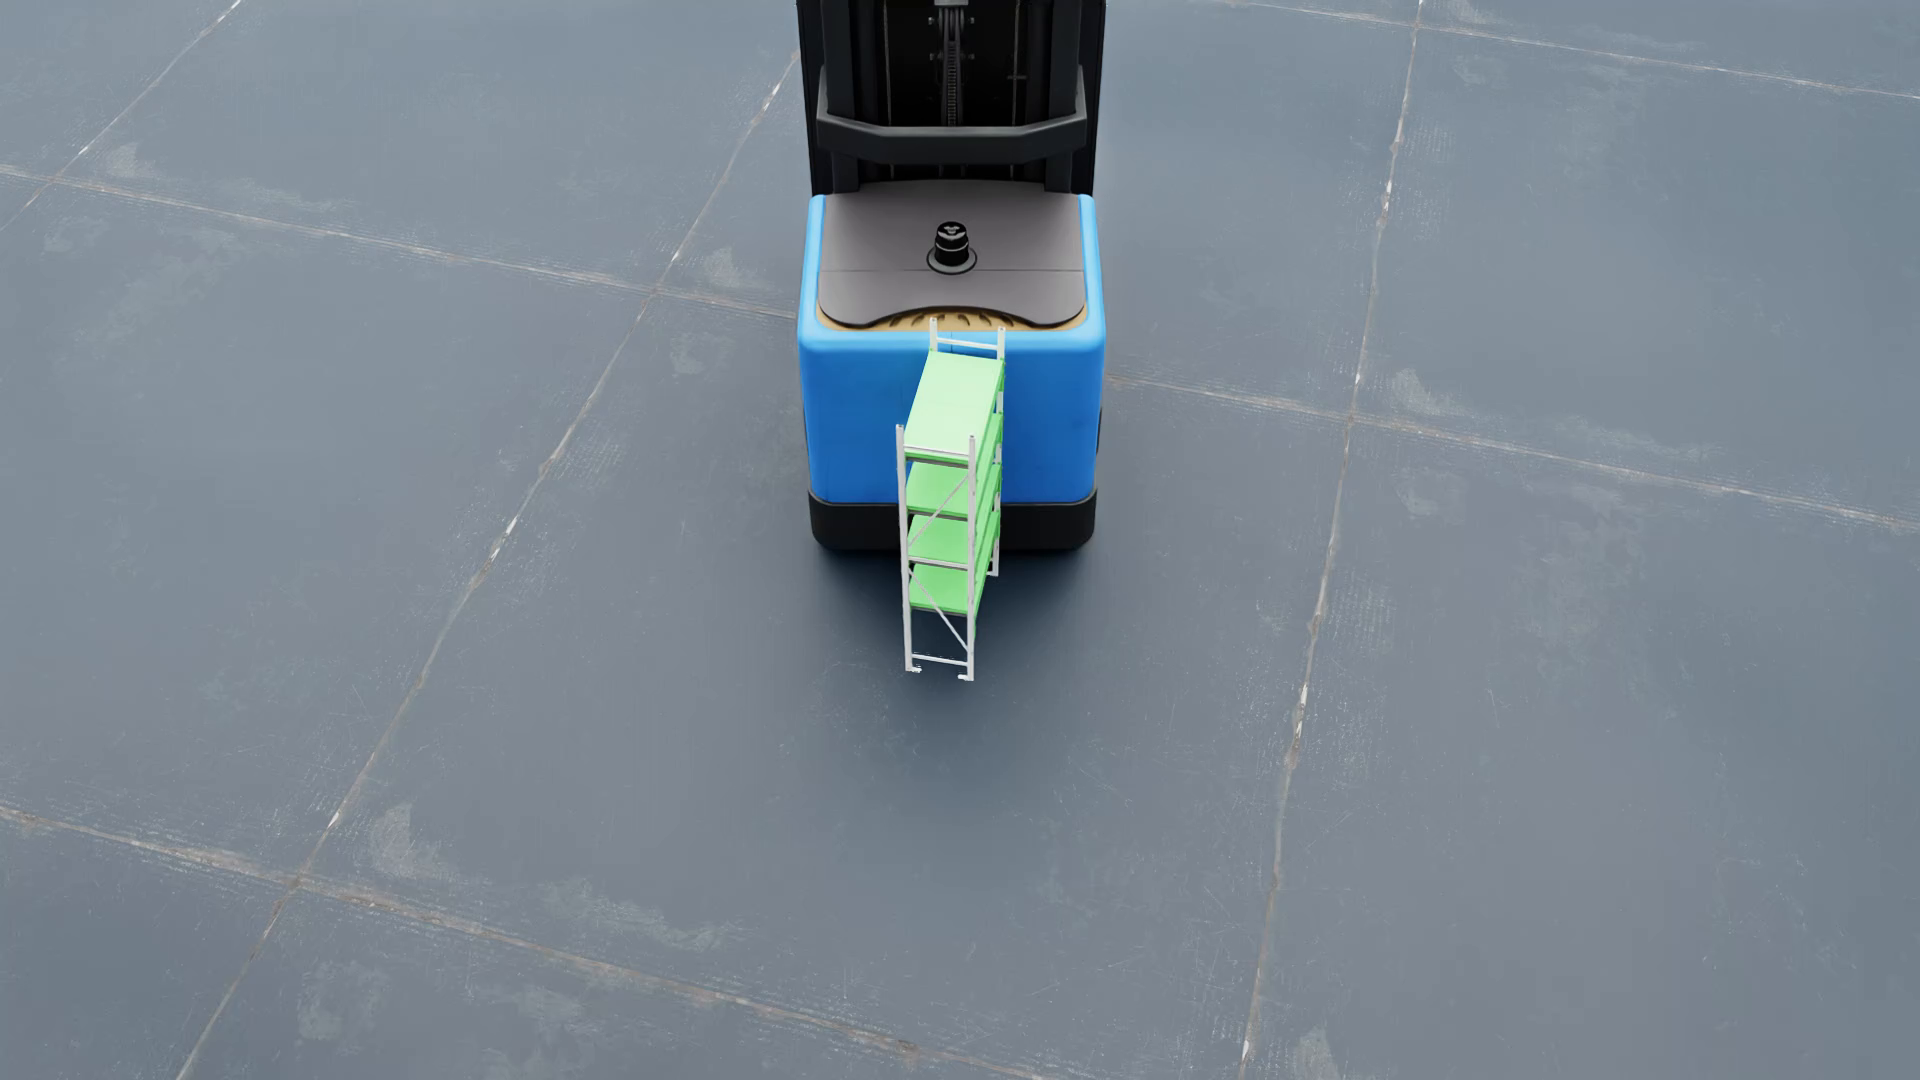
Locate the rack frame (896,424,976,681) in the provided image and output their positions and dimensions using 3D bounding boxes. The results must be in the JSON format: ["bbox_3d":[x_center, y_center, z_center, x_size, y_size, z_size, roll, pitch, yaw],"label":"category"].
[{"bbox_3d":[-0.071,0.074,5.384,0.240,1.200,0.015,8,49,7],"label":"rack frame"}]

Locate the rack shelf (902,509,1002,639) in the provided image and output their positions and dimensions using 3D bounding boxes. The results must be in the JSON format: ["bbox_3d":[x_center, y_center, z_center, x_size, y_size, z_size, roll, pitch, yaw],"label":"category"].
[{"bbox_3d":[-0.024,0.096,5.770,0.258,0.148,0.480,8,49,7],"label":"rack shelf"}]

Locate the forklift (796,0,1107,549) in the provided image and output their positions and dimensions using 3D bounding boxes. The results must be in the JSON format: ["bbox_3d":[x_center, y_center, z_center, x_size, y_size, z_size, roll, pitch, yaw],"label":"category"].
[{"bbox_3d":[-0.031,-2.024,6.081,1.130,2.935,3.031,0,49,0],"label":"forklift"}]

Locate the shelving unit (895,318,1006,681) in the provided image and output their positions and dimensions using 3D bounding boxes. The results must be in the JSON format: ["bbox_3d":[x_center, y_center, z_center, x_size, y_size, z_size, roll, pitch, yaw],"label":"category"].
[{"bbox_3d":[-0.024,-0.105,5.543,0.258,1.200,0.503,8,49,7],"label":"shelving unit"}]

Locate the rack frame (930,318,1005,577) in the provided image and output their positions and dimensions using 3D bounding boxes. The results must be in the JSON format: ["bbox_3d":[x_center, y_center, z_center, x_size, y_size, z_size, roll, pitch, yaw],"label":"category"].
[{"bbox_3d":[0.023,-0.285,5.701,0.240,1.200,0.015,8,49,7],"label":"rack frame"}]

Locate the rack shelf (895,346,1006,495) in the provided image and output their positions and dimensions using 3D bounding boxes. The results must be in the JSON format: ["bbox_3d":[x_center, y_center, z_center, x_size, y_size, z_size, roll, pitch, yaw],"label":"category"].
[{"bbox_3d":[-0.024,-0.381,5.231,0.258,0.148,0.480,8,49,7],"label":"rack shelf"}]

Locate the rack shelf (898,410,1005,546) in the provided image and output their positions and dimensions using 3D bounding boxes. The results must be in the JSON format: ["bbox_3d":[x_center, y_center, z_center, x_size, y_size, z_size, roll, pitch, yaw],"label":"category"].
[{"bbox_3d":[-0.024,-0.222,5.411,0.258,0.148,0.480,8,49,7],"label":"rack shelf"}]

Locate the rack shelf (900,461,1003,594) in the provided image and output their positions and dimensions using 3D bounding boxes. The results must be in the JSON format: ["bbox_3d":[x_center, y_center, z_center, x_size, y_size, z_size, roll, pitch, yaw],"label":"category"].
[{"bbox_3d":[-0.024,-0.063,5.591,0.258,0.148,0.480,8,49,7],"label":"rack shelf"}]
